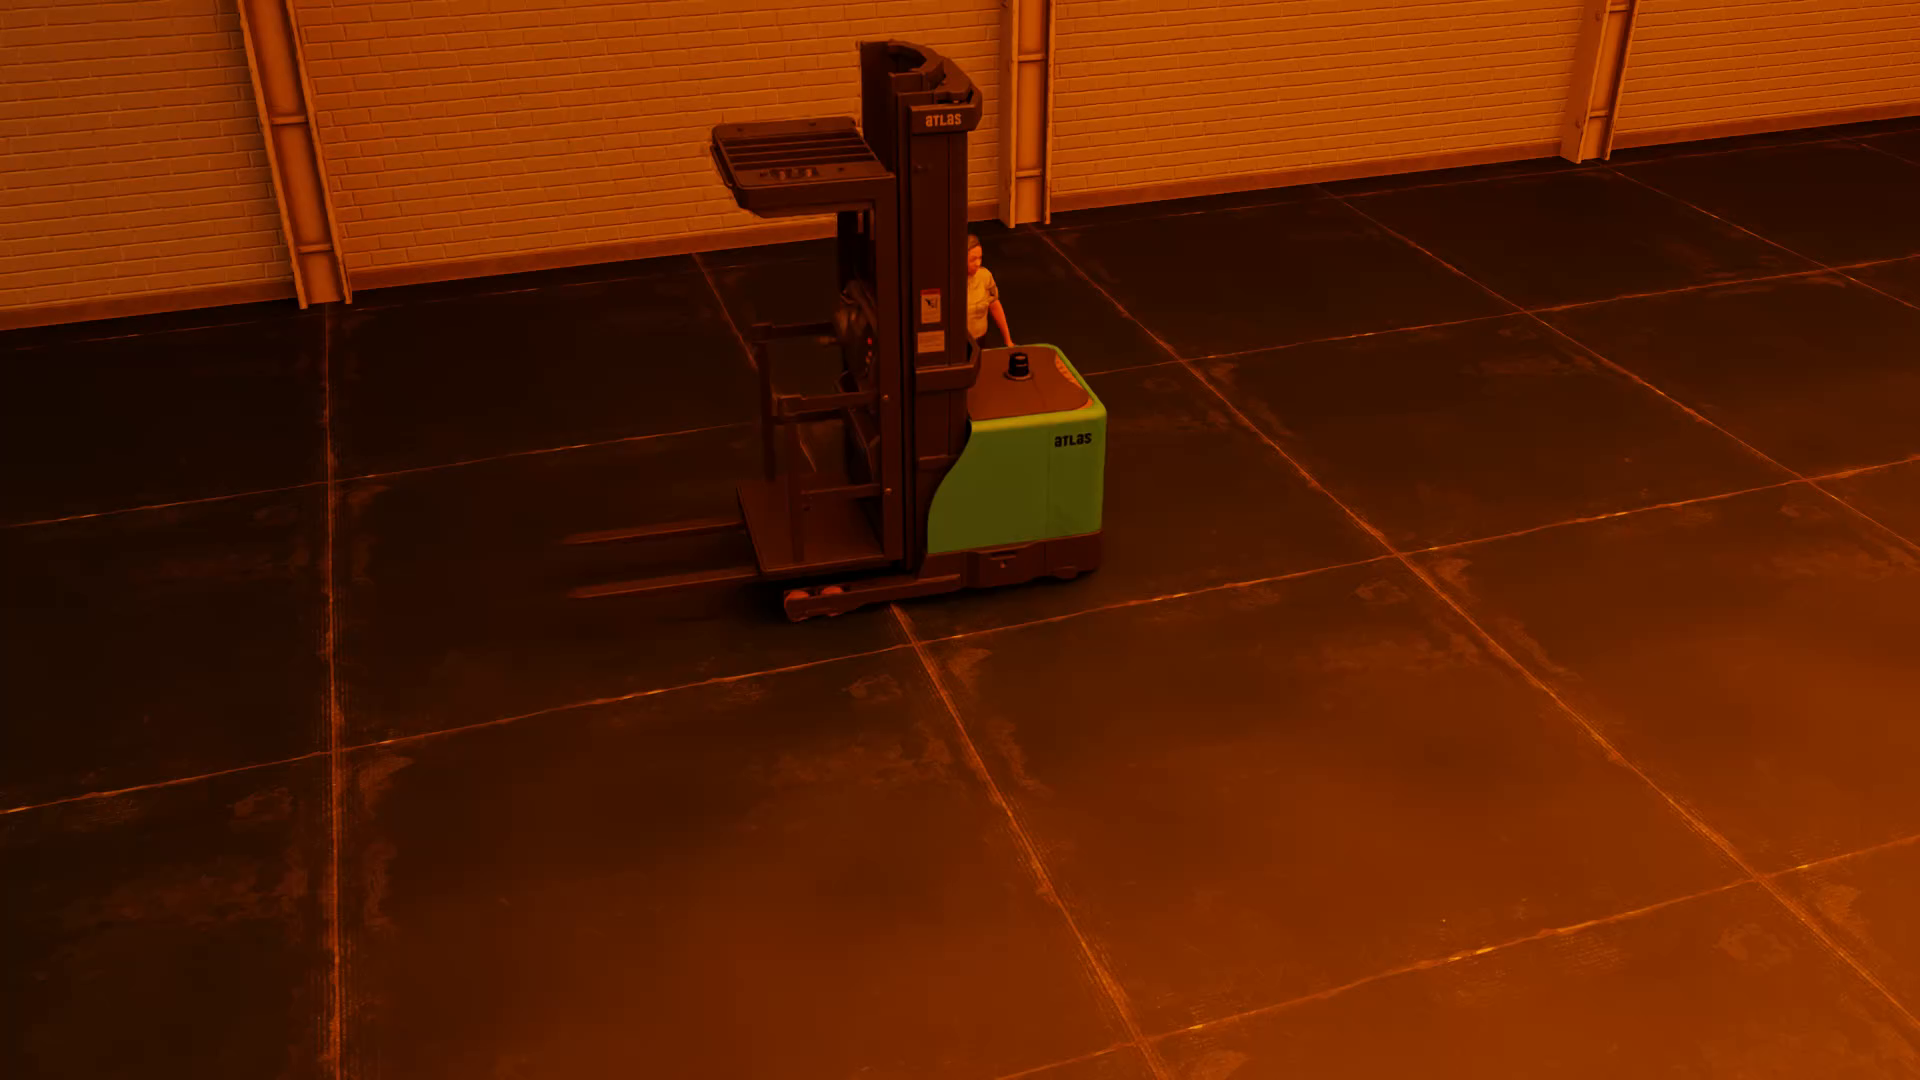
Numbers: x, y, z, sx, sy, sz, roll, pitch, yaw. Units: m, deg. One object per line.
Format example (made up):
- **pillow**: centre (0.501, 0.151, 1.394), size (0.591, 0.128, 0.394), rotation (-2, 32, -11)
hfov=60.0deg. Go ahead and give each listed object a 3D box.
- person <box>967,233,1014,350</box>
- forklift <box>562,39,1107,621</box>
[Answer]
- **person**: centre (0.035, -1.168, 10.436), size (0.778, 1.626, 0.371), rotation (-16, 33, -25)
- **forklift**: centre (-0.748, -1.111, 9.017), size (3.031, 2.935, 1.130), rotation (-7, 31, -13)
